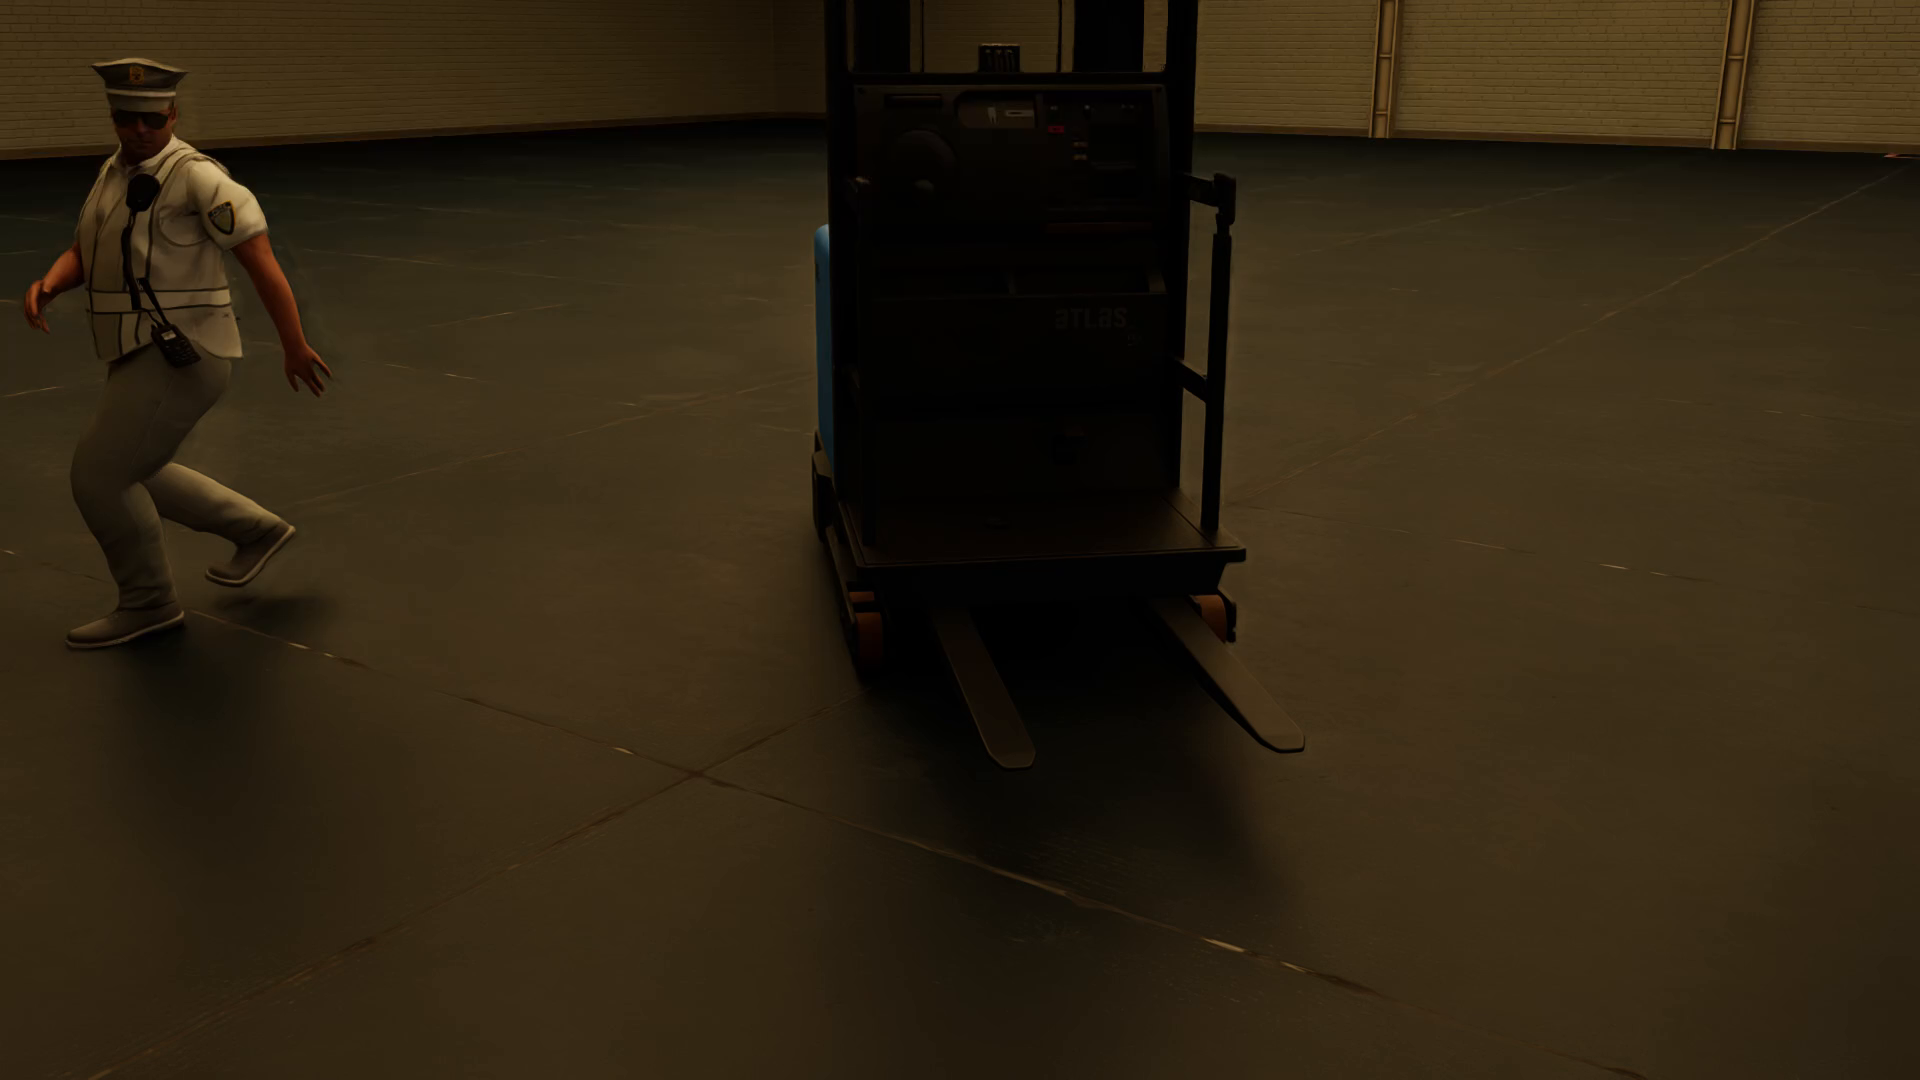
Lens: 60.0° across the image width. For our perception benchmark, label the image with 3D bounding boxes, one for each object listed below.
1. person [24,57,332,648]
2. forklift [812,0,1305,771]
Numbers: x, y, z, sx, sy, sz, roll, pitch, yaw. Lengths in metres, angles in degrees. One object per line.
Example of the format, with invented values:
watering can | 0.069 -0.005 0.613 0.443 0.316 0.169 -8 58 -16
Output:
person | -2.339 -0.553 4.914 0.779 1.678 0.628 -12 20 -35
forklift | 0.191 -1.146 4.666 1.130 2.935 3.031 -3 17 -9
